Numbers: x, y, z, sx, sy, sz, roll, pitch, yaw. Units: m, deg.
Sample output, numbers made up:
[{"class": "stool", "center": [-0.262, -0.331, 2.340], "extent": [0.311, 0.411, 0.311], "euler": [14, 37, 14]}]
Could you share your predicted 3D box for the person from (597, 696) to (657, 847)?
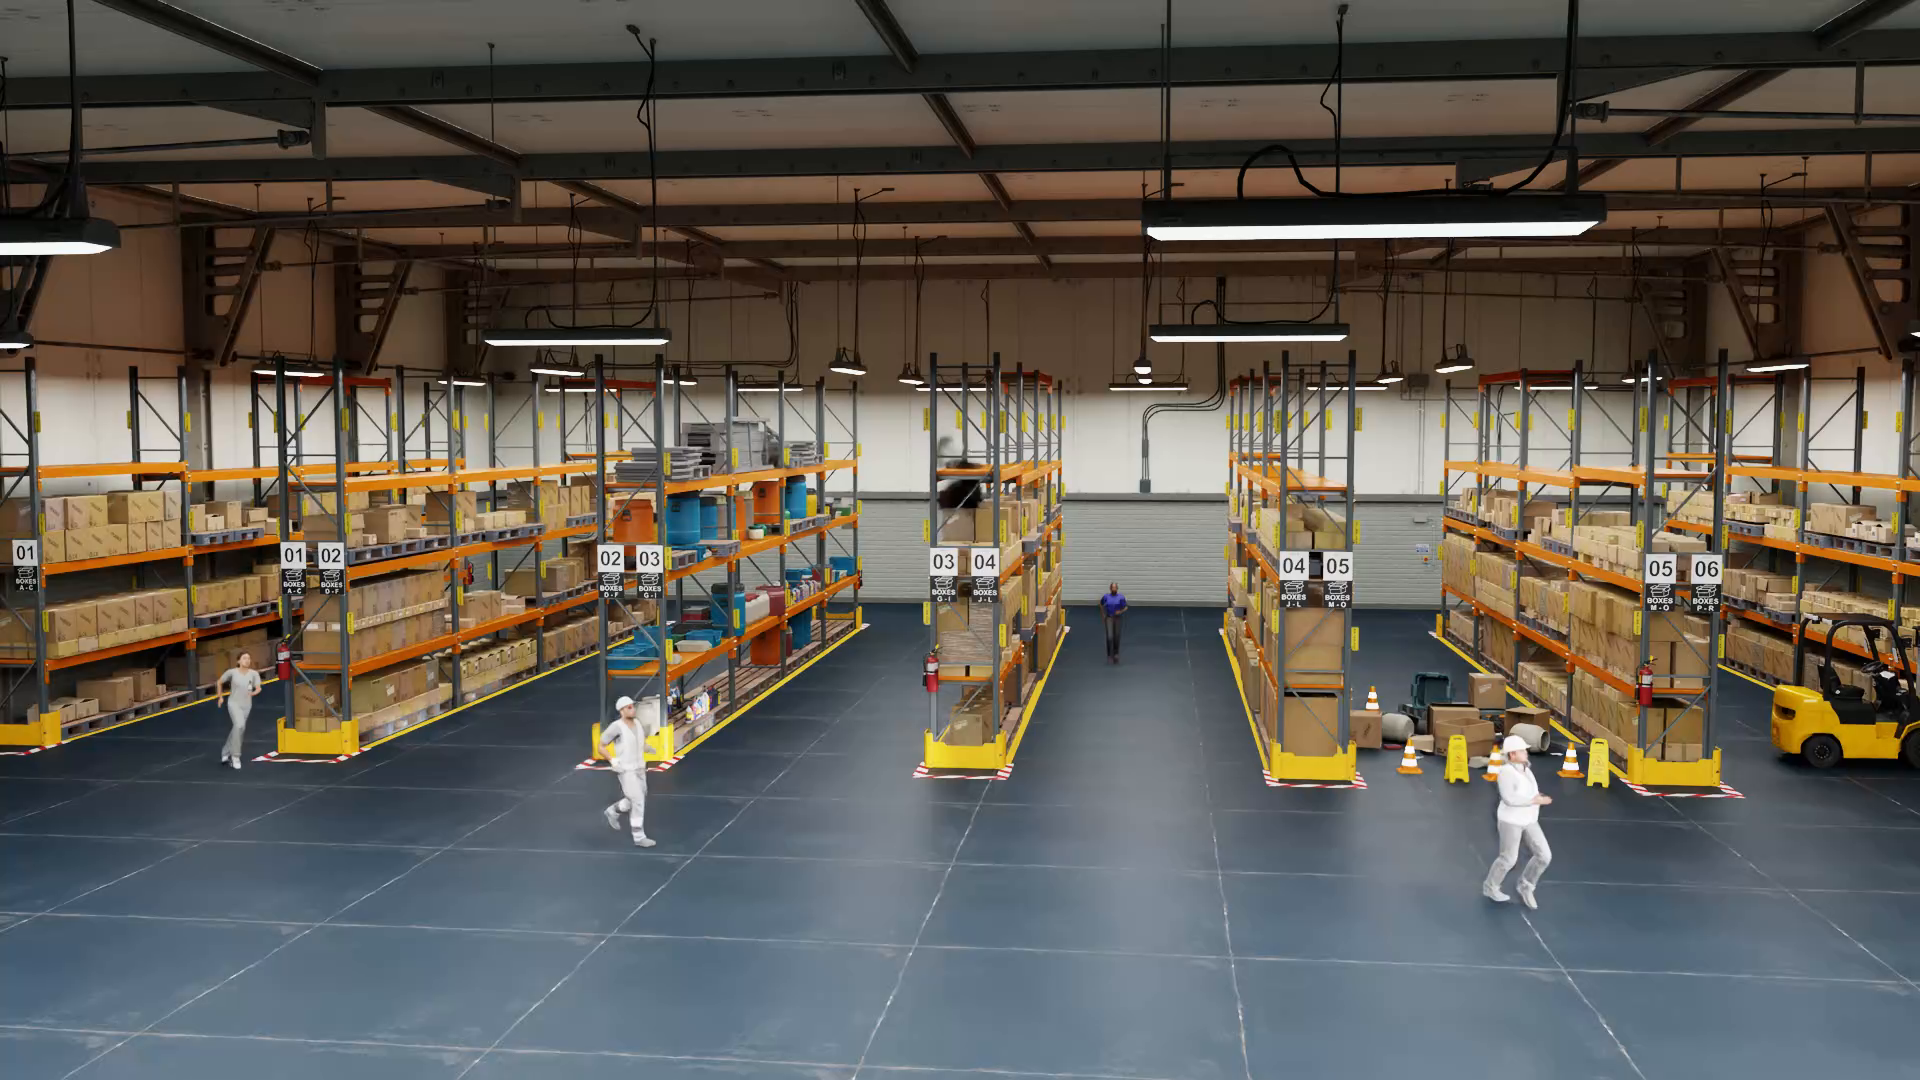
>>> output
[{"class": "person", "center": [-3.945, 2.730, 19.717], "extent": [0.868, 1.760, 0.669], "euler": [2, 5, 31]}]

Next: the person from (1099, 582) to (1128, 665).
[{"class": "person", "center": [3.198, 1.732, 34.636], "extent": [0.583, 1.720, 0.691], "euler": [0, 4, 1]}]

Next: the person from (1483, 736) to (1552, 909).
[{"class": "person", "center": [5.757, 2.913, 17.118], "extent": [0.625, 1.806, 0.721], "euler": [-3, 5, -40]}]

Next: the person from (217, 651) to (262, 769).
[{"class": "person", "center": [-10.496, 2.450, 24.293], "extent": [0.567, 1.652, 0.732], "euler": [-4, 6, -43]}]
